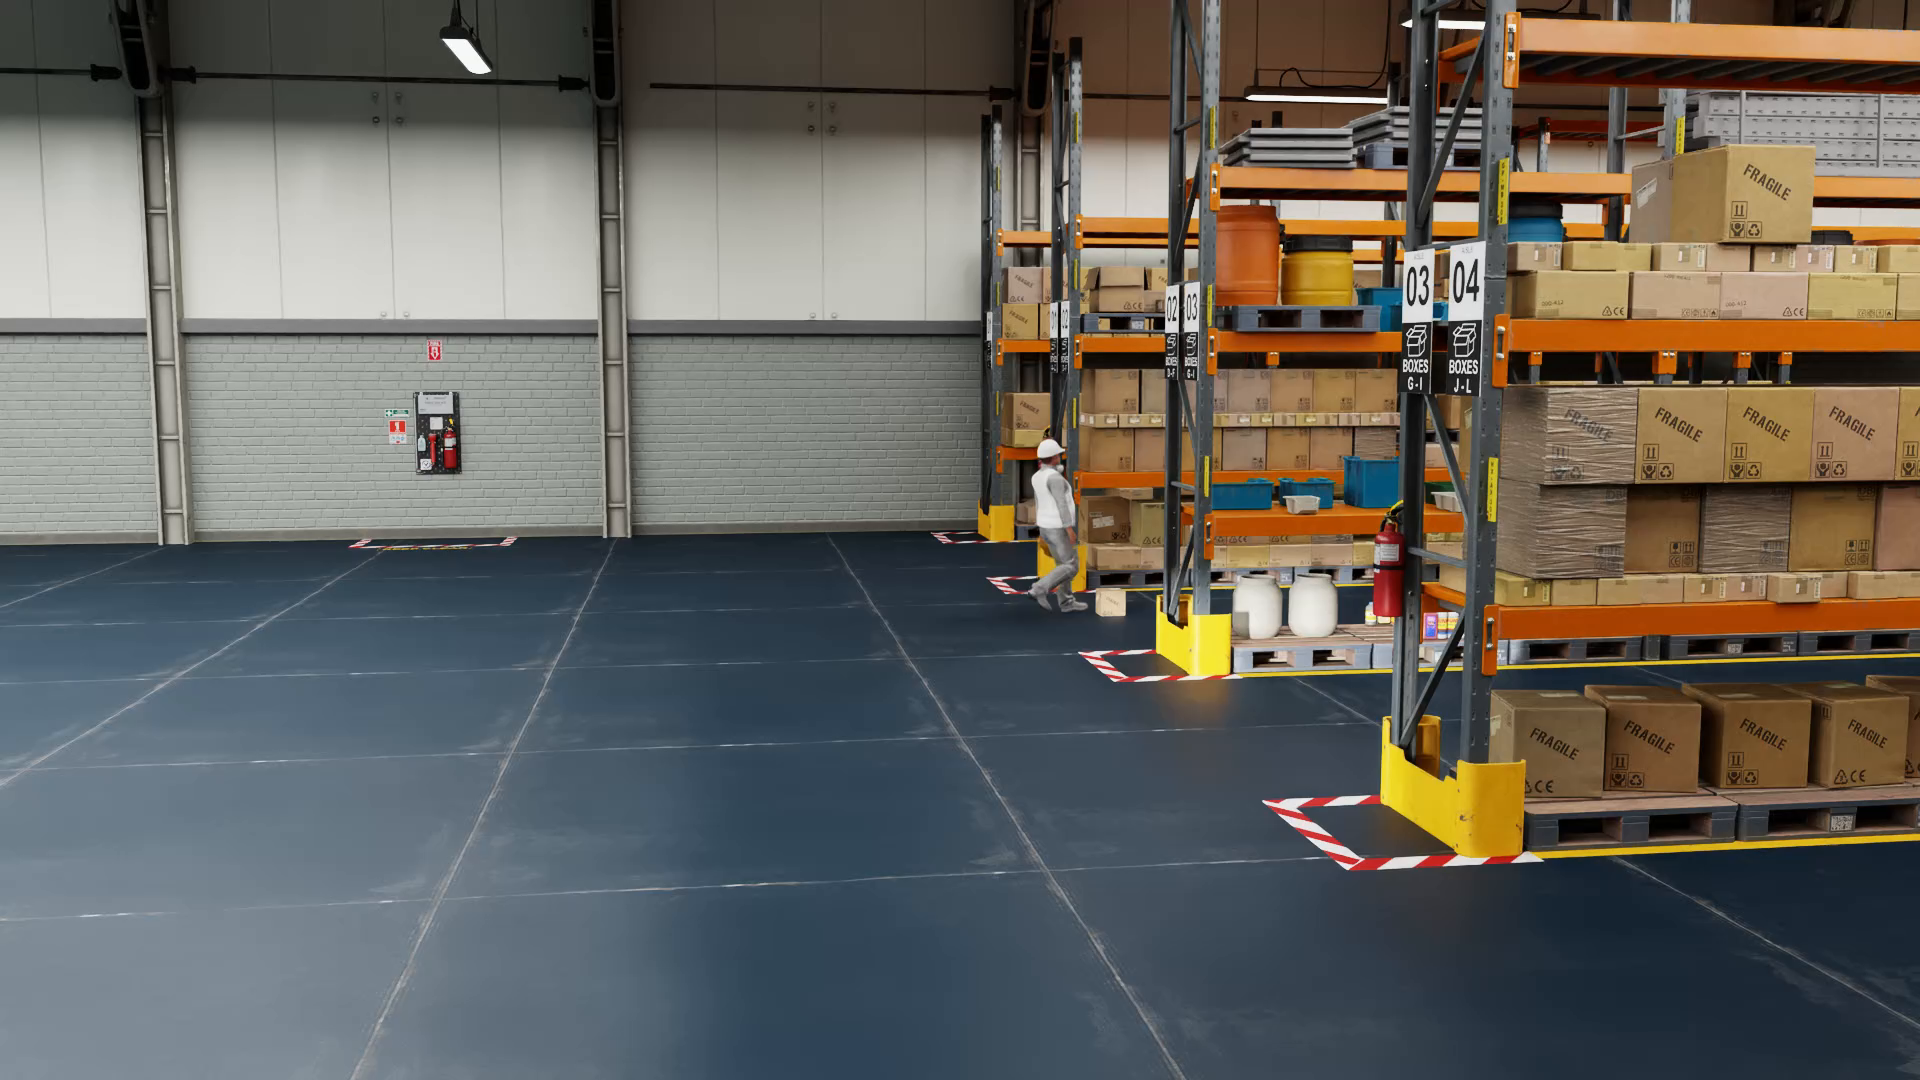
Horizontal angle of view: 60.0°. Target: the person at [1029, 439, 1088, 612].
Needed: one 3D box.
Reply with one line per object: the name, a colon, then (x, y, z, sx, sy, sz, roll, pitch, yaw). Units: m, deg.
person: (0.989, -0.130, 16.650, 0.752, 1.757, 0.549, -2, 7, -20)
